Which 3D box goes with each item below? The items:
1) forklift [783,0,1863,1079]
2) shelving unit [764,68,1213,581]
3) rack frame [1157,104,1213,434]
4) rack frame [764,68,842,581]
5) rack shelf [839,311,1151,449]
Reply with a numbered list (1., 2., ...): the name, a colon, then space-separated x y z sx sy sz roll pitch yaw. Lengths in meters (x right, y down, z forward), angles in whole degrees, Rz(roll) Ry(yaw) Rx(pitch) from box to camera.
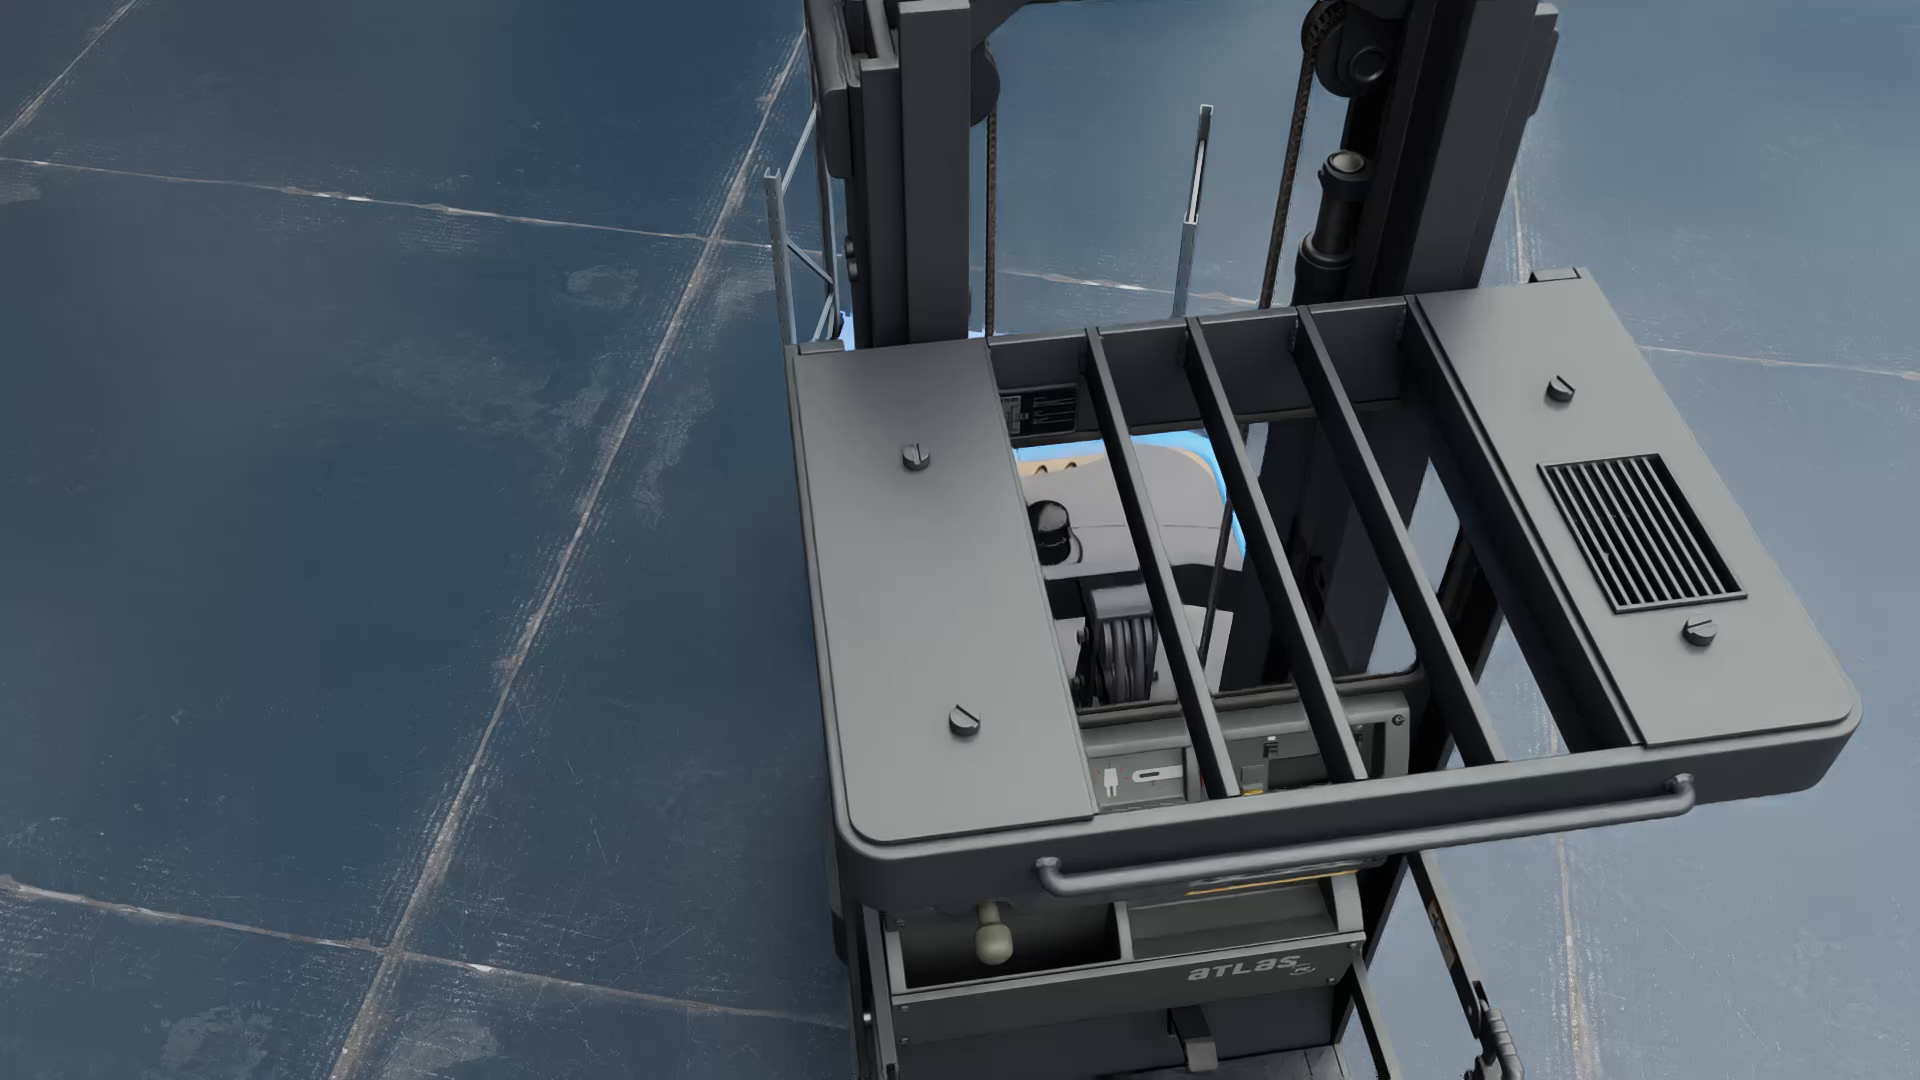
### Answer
1. forklift: 0.354 0.602 2.739 1.130 2.935 3.031 -6 48 -6
2. shelving unit: 0.084 -0.490 4.682 1.048 1.500 0.538 8 49 7
3. rack frame: 0.584 -0.423 4.622 0.032 1.500 0.500 8 49 7
4. rack frame: -0.416 -0.557 4.742 0.032 1.500 0.500 8 49 7
5. rack shelf: 0.084 -0.370 4.816 1.000 0.185 0.538 8 49 7
